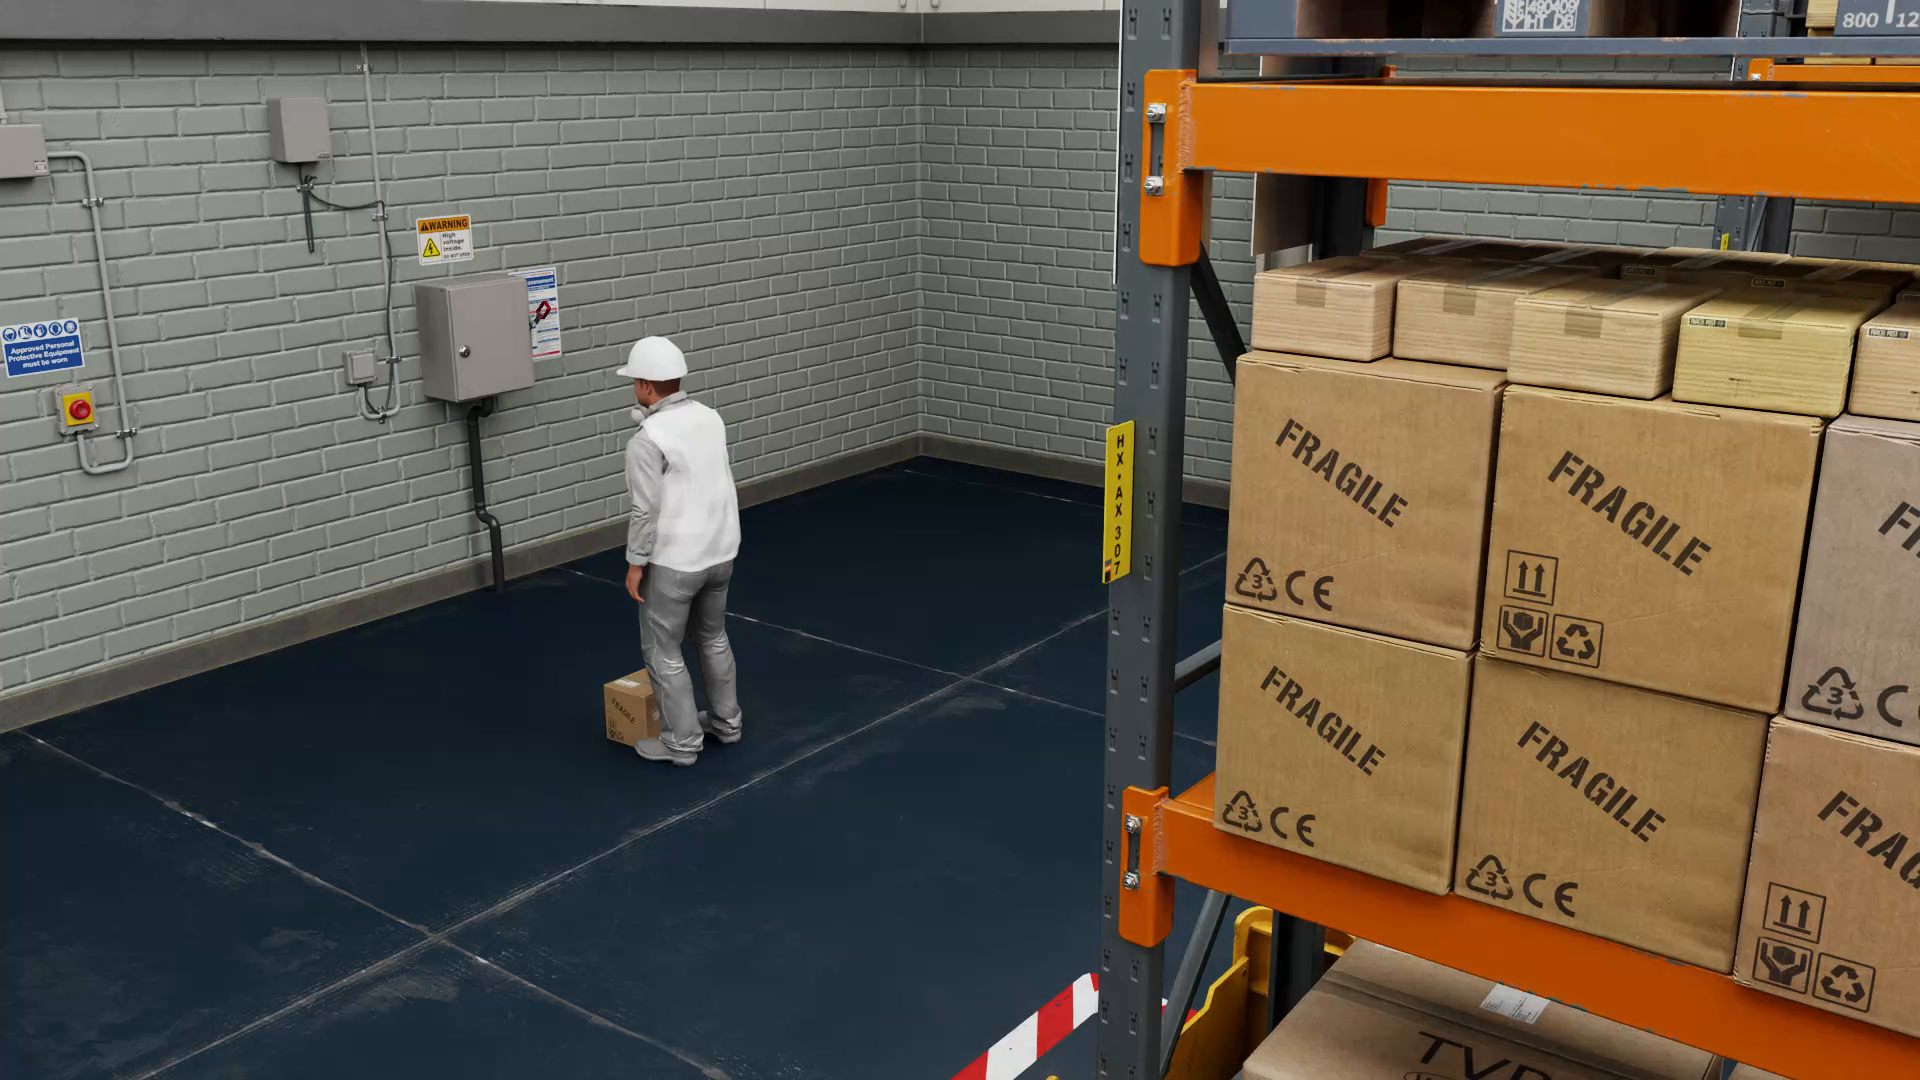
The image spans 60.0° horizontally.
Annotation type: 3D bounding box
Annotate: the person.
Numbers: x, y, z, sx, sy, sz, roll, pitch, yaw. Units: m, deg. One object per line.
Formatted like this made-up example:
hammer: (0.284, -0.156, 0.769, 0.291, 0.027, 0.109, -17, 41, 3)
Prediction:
person: (-1.148, 0.047, 6.831, 0.462, 1.771, 0.594, 10, 19, 32)
